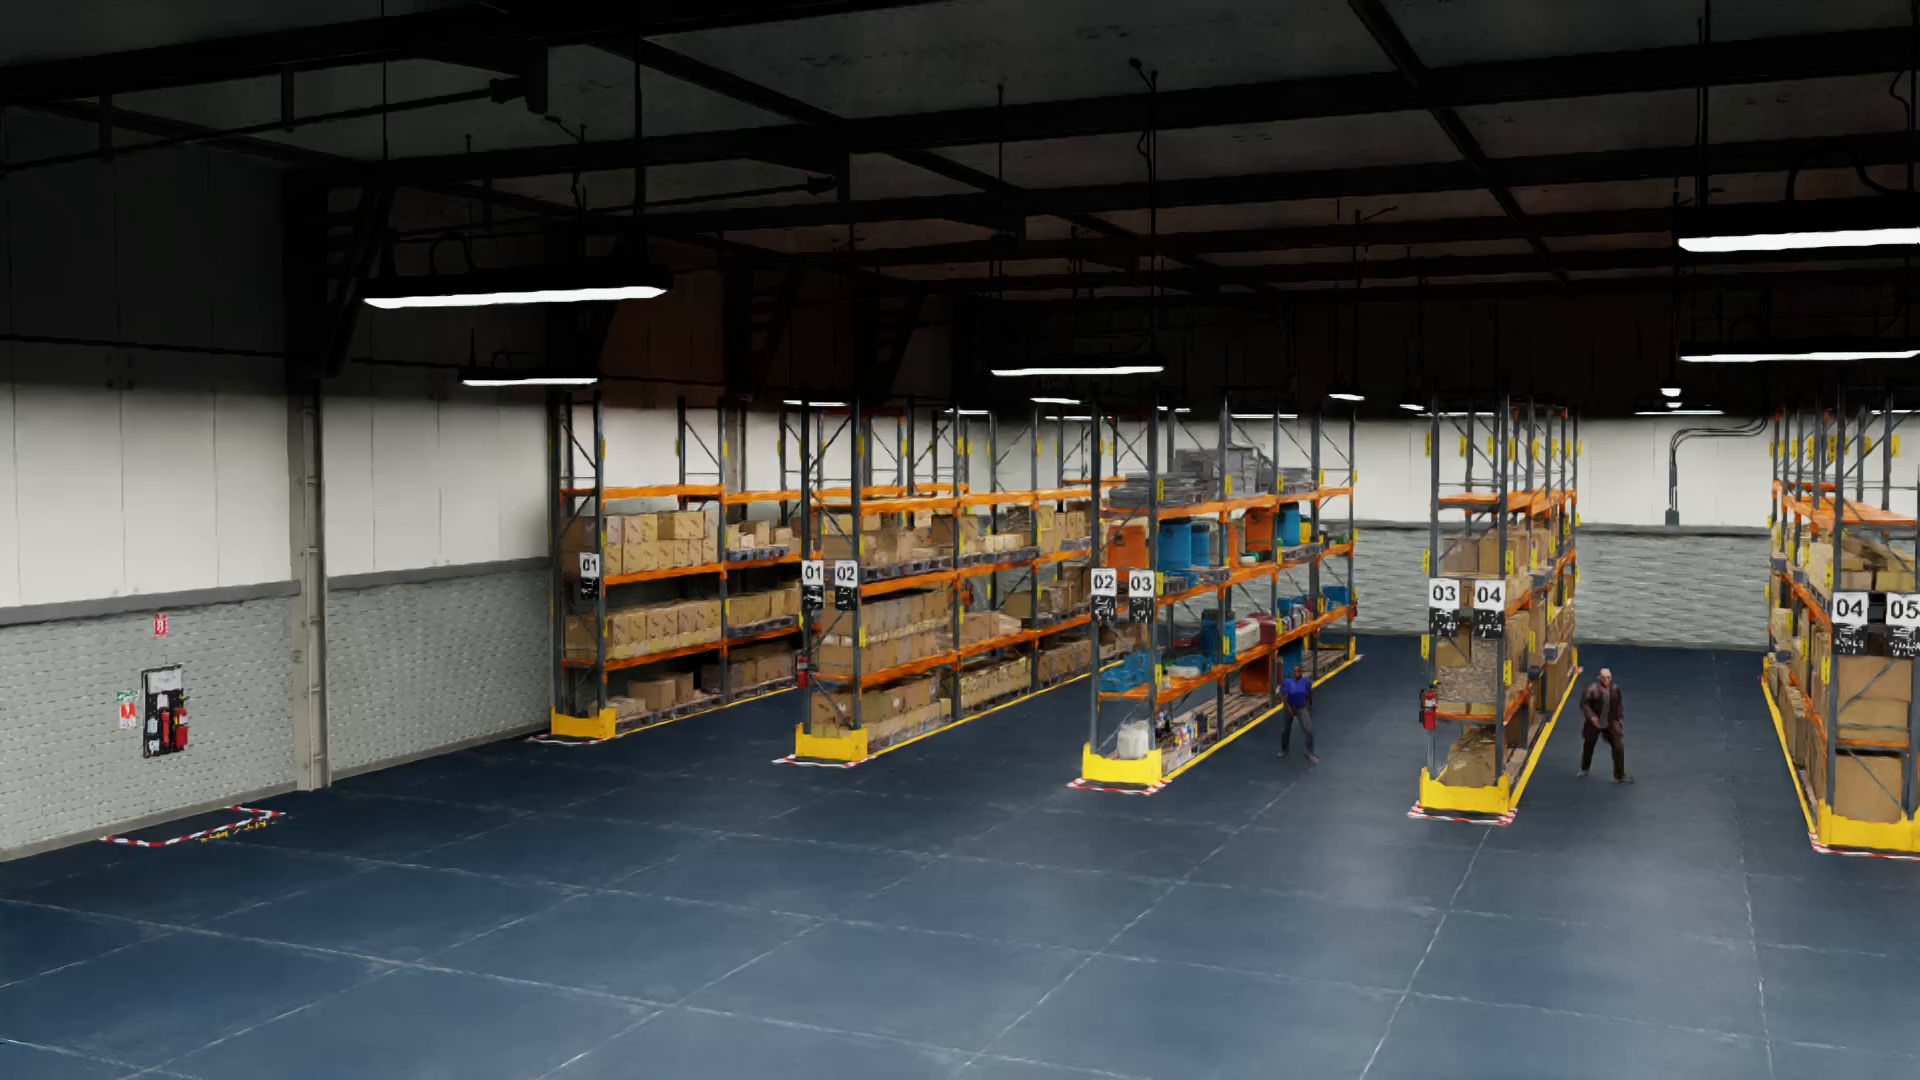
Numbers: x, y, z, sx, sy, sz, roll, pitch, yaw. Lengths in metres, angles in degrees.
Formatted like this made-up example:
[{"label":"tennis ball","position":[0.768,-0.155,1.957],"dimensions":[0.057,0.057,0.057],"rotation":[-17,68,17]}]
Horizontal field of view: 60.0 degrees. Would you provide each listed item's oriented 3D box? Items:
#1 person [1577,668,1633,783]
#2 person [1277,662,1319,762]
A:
[{"label":"person","position":[9.637,2.753,24.971],"dimensions":[0.724,1.713,0.901],"rotation":[0,3,7]},{"label":"person","position":[5.405,2.729,26.628],"dimensions":[0.626,1.594,0.809],"rotation":[0,3,6]}]
